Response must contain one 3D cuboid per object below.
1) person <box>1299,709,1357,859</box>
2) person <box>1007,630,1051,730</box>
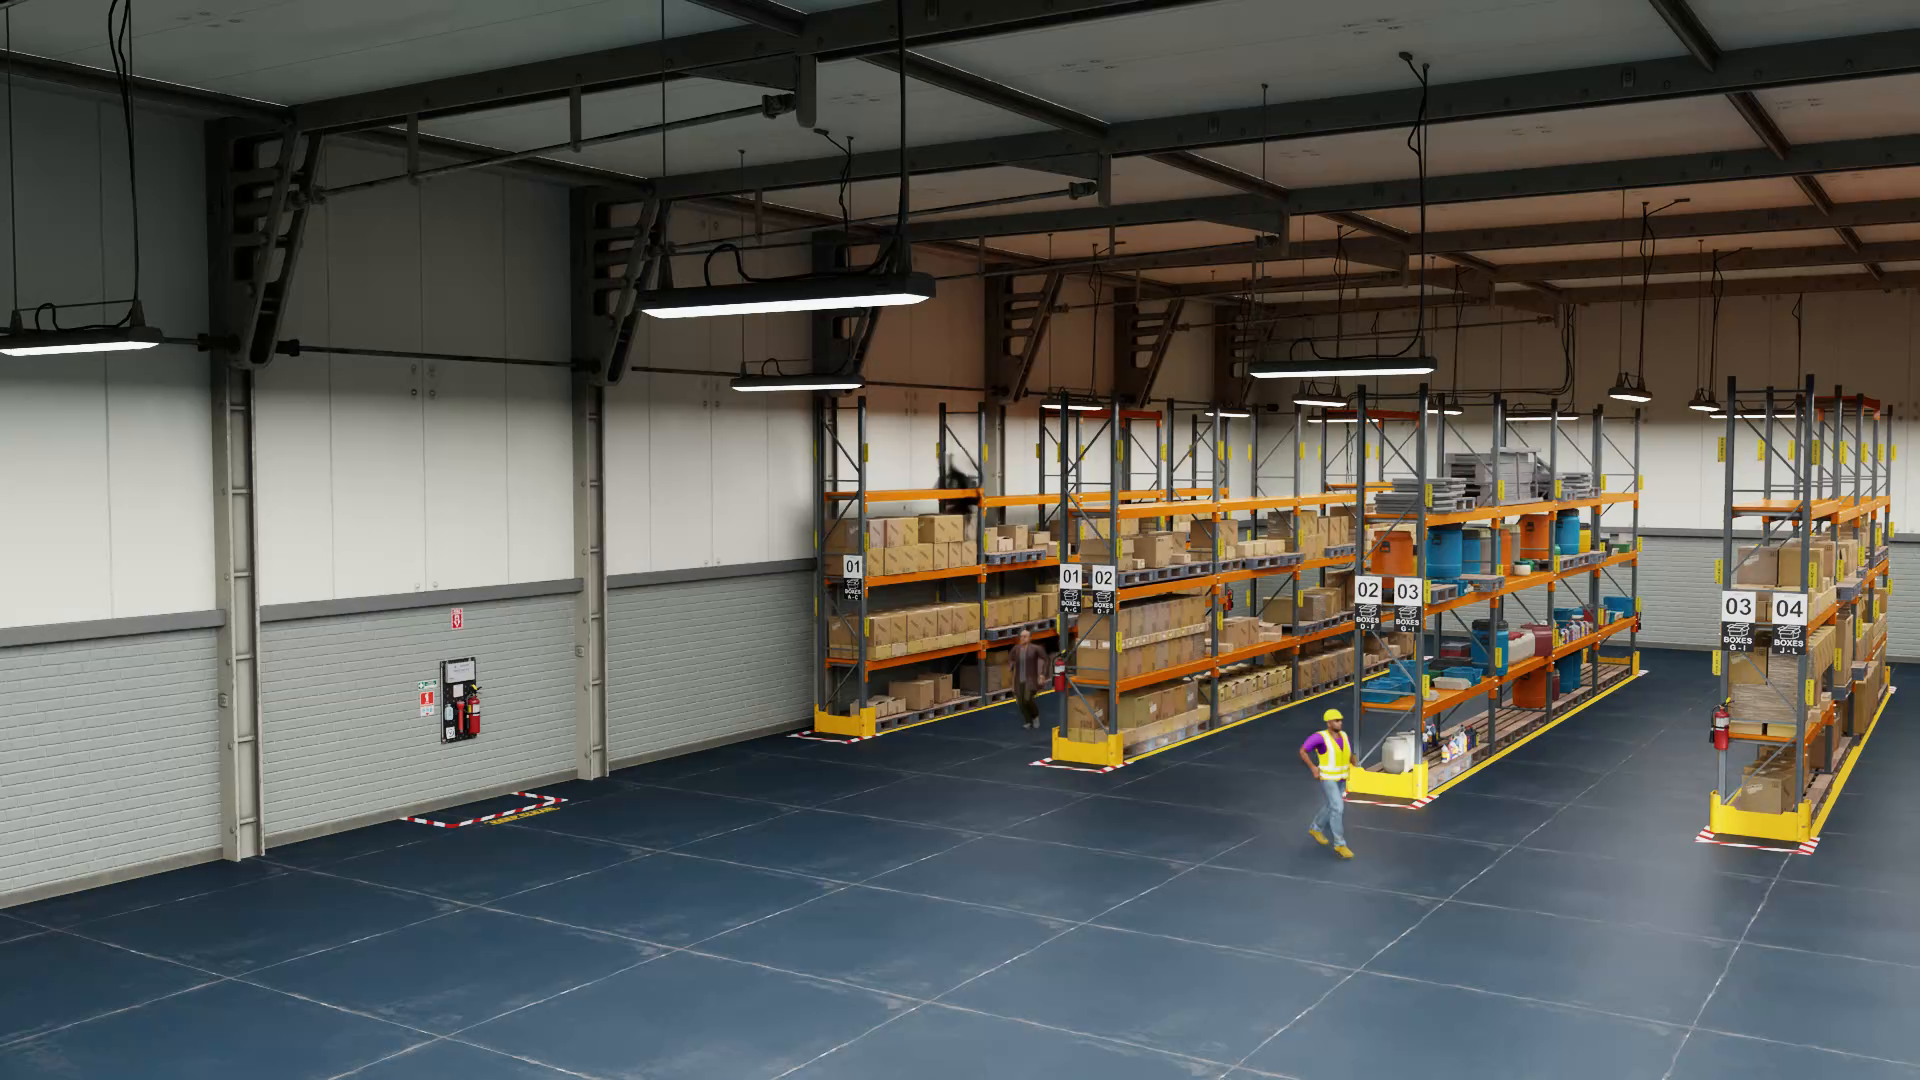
[{"bbox_3d":[4.654,3.003,20.785,0.701,1.792,0.849,-2,4,-35],"label":"person"},{"bbox_3d":[1.110,2.395,28.263,0.738,1.722,0.699,2,3,30],"label":"person"}]
